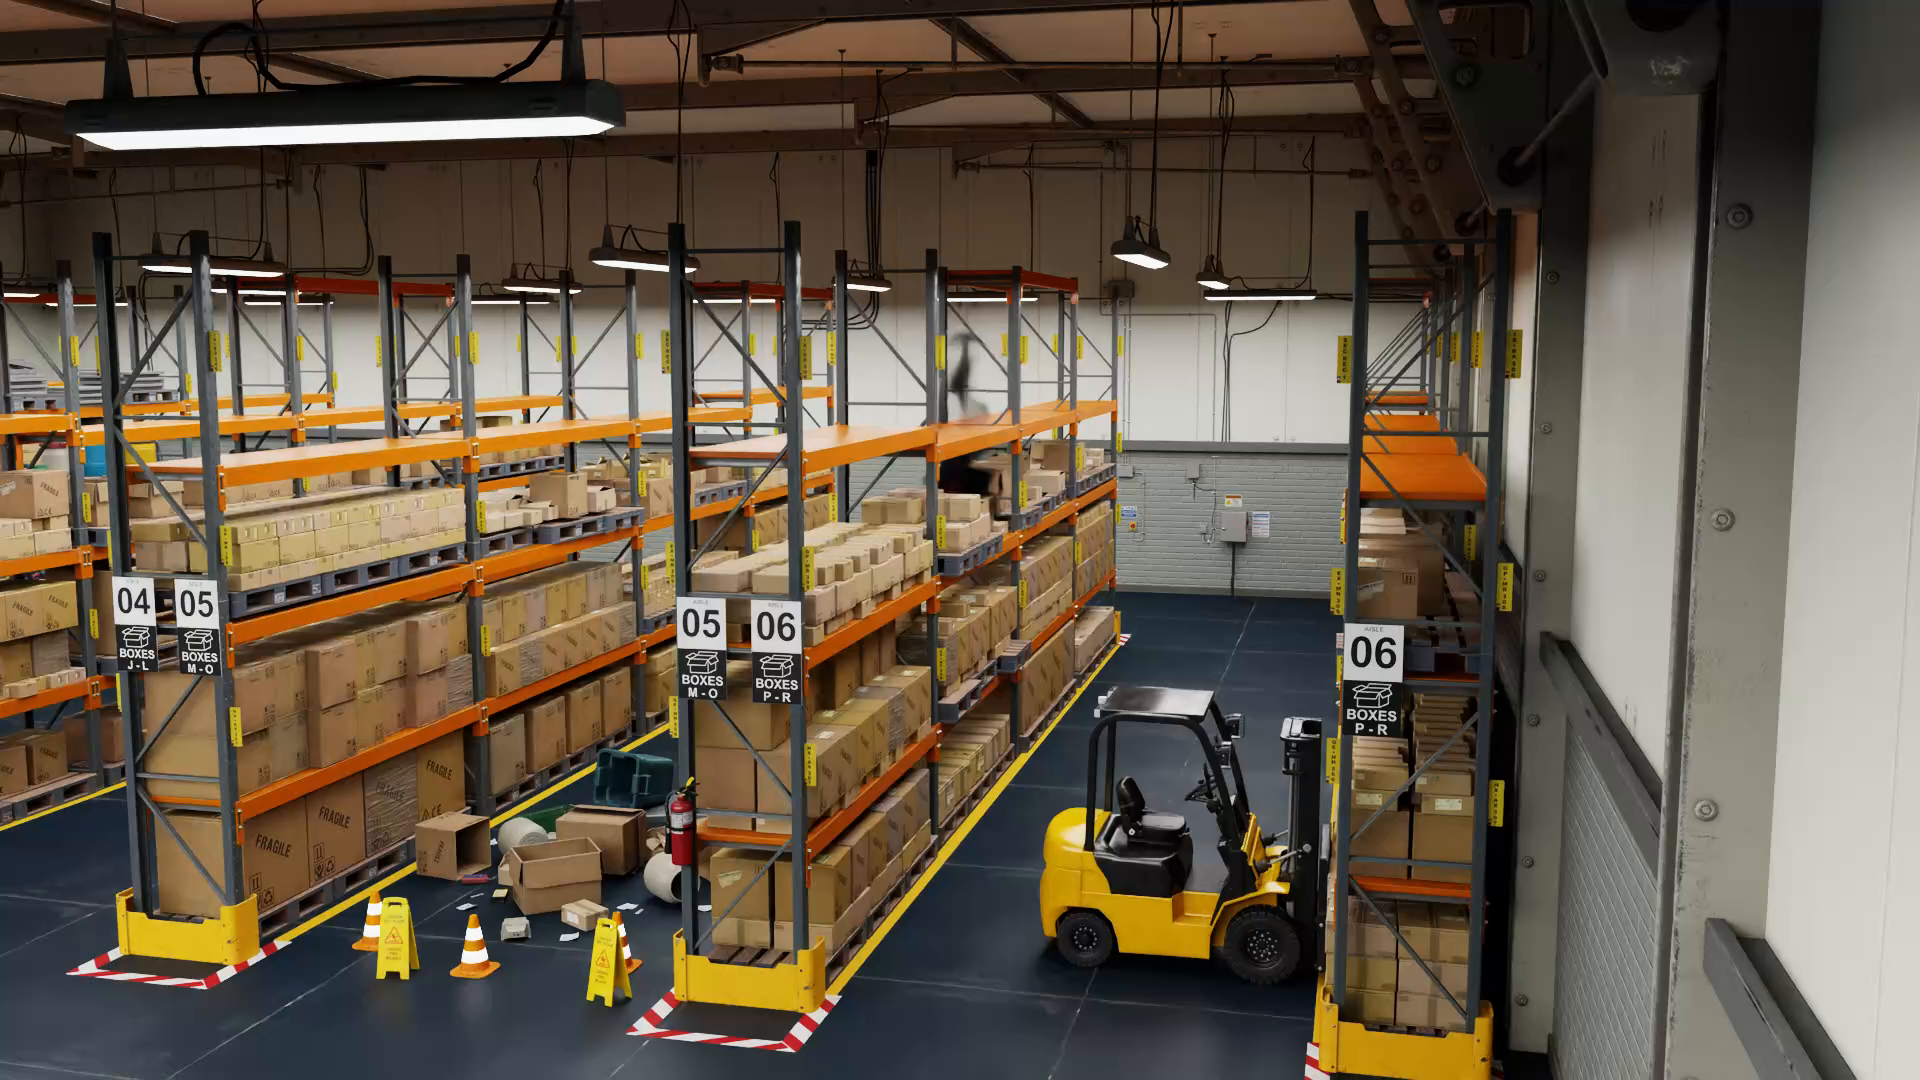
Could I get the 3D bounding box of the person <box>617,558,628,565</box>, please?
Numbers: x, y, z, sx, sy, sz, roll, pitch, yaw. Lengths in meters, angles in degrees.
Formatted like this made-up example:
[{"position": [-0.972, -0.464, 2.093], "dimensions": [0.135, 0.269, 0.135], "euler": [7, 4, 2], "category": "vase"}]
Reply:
[{"position": [-5.267, 1.146, 25.998], "dimensions": [0.710, 1.736, 0.678], "euler": [1, 7, 10], "category": "person"}]
